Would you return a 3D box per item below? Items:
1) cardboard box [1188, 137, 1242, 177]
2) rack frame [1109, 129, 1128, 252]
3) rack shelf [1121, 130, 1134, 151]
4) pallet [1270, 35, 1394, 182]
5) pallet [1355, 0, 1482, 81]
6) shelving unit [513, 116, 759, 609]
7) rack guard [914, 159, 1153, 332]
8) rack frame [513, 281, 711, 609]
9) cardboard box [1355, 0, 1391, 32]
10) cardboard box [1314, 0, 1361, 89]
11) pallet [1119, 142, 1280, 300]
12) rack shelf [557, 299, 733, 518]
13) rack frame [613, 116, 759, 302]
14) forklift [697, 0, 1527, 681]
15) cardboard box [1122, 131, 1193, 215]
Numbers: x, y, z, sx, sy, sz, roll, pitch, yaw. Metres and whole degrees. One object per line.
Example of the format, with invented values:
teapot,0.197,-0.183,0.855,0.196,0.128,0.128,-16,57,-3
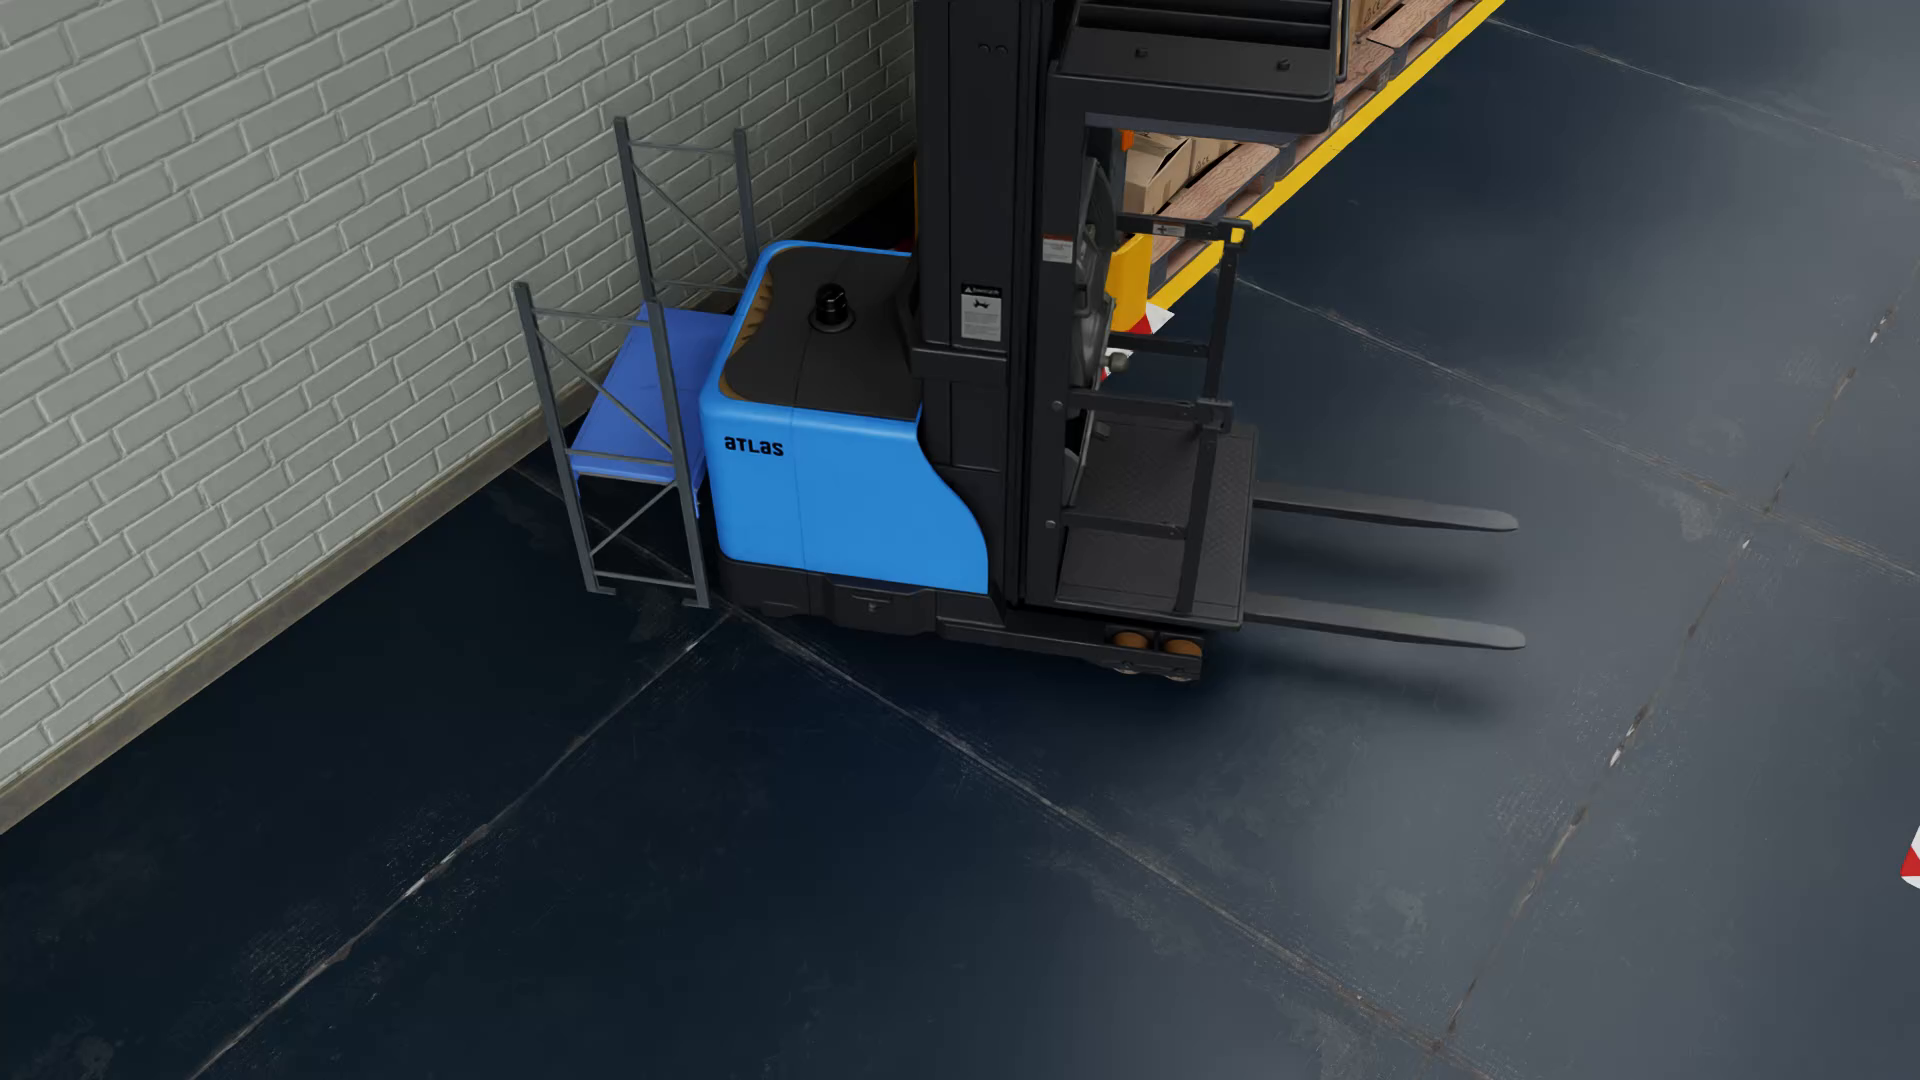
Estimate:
cardboard box,1.122,-2.135,8.270,0.500,0.311,0.500,34,55,28
rack frame,0.279,-2.229,6.805,1.000,3.000,0.127,29,53,25
rack shelf,1.502,-3.125,8.158,1.077,0.370,4.000,29,53,25
pallet,1.596,-2.454,8.948,1.003,0.211,1.213,29,53,25
pallet,2.342,-3.155,9.618,1.003,0.211,1.213,29,53,25
shelving unit,-1.130,-0.655,6.338,0.538,1.500,1.048,8,47,7
rack guard,0.325,-1.409,7.750,1.175,0.500,0.348,29,53,25
rack frame,-1.223,-0.293,5.993,0.500,1.500,0.032,8,47,7
cardboard box,2.122,-3.195,9.152,0.500,0.500,0.500,25,51,22
cardboard box,1.610,-2.598,8.581,0.700,0.500,0.500,26,52,23
pallet,0.850,-1.759,8.284,1.003,0.211,1.213,29,53,25
rack shelf,-1.130,-0.531,6.468,0.538,0.185,1.000,8,47,7
rack frame,-1.037,-1.016,6.683,0.500,1.500,0.032,8,47,7
forklift,0.638,-0.902,5.584,3.031,2.935,1.130,7,47,7
cardboard box,0.773,-1.808,7.958,0.500,0.311,0.500,24,51,21
